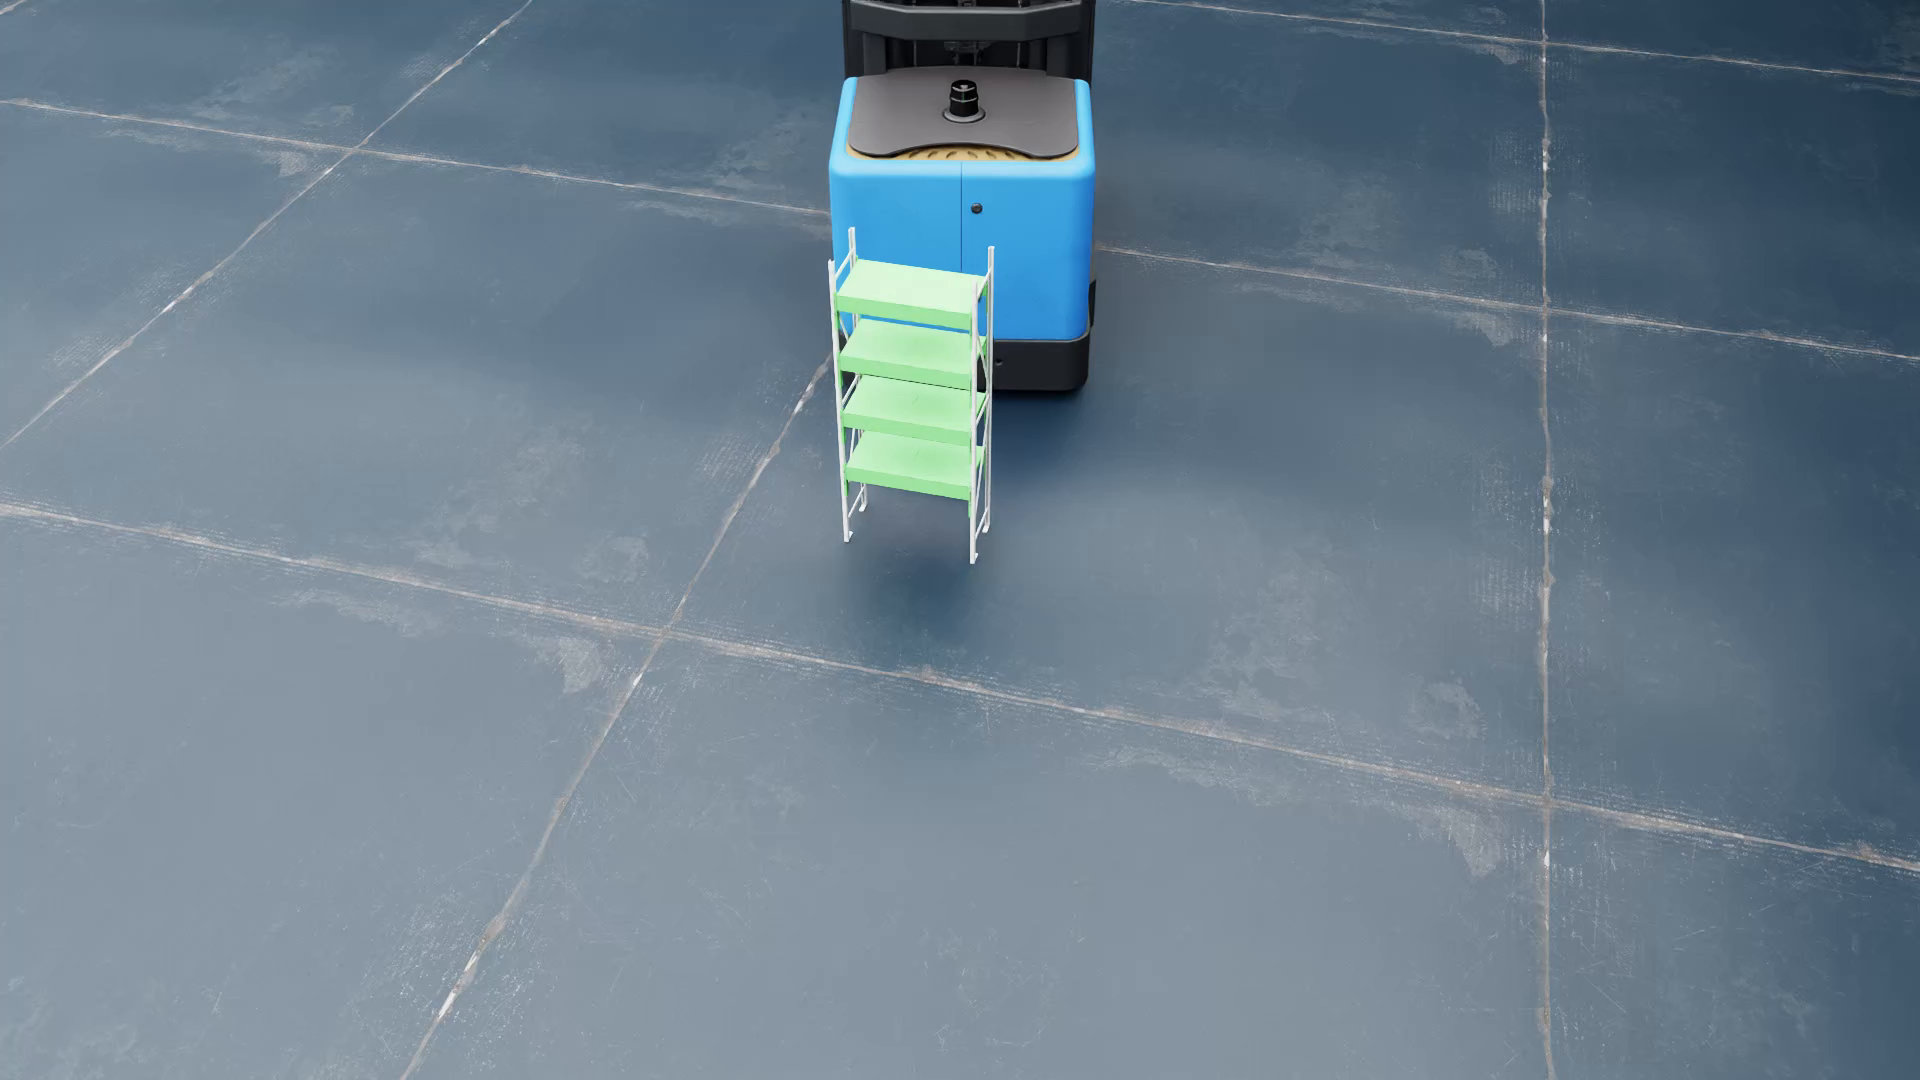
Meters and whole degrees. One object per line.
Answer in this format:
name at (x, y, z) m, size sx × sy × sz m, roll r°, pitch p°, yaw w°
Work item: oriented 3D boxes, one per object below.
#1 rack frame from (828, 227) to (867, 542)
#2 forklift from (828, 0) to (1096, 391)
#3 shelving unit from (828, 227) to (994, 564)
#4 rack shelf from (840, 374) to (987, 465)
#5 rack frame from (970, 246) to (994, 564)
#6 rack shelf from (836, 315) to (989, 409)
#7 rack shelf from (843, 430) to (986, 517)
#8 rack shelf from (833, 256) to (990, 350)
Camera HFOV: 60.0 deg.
rack frame at (-0.396, -0.528, 5.945) m, size 0.015 × 1.200 × 0.240 m, roll 10°, pitch 41°, yaw 11°
forklift at (0.043, -2.664, 7.143) m, size 1.130 × 2.935 × 3.031 m, roll 1°, pitch 40°, yaw 1°
shelving unit at (-0.160, -0.487, 5.897) m, size 0.503 × 1.200 × 0.258 m, roll 10°, pitch 41°, yaw 11°
rack shelf at (-0.160, -0.438, 5.938) m, size 0.480 × 0.148 × 0.258 m, roll 10°, pitch 41°, yaw 11°
rack frame at (0.076, -0.446, 5.849) m, size 0.015 × 1.200 × 0.240 m, roll 10°, pitch 41°, yaw 11°
rack shelf at (-0.160, -0.622, 5.784) m, size 0.480 × 0.148 × 0.258 m, roll 10°, pitch 41°, yaw 11°
rack shelf at (-0.160, -0.254, 6.092) m, size 0.480 × 0.148 × 0.258 m, roll 10°, pitch 41°, yaw 11°
rack shelf at (-0.160, -0.806, 5.629) m, size 0.480 × 0.148 × 0.258 m, roll 10°, pitch 41°, yaw 11°
